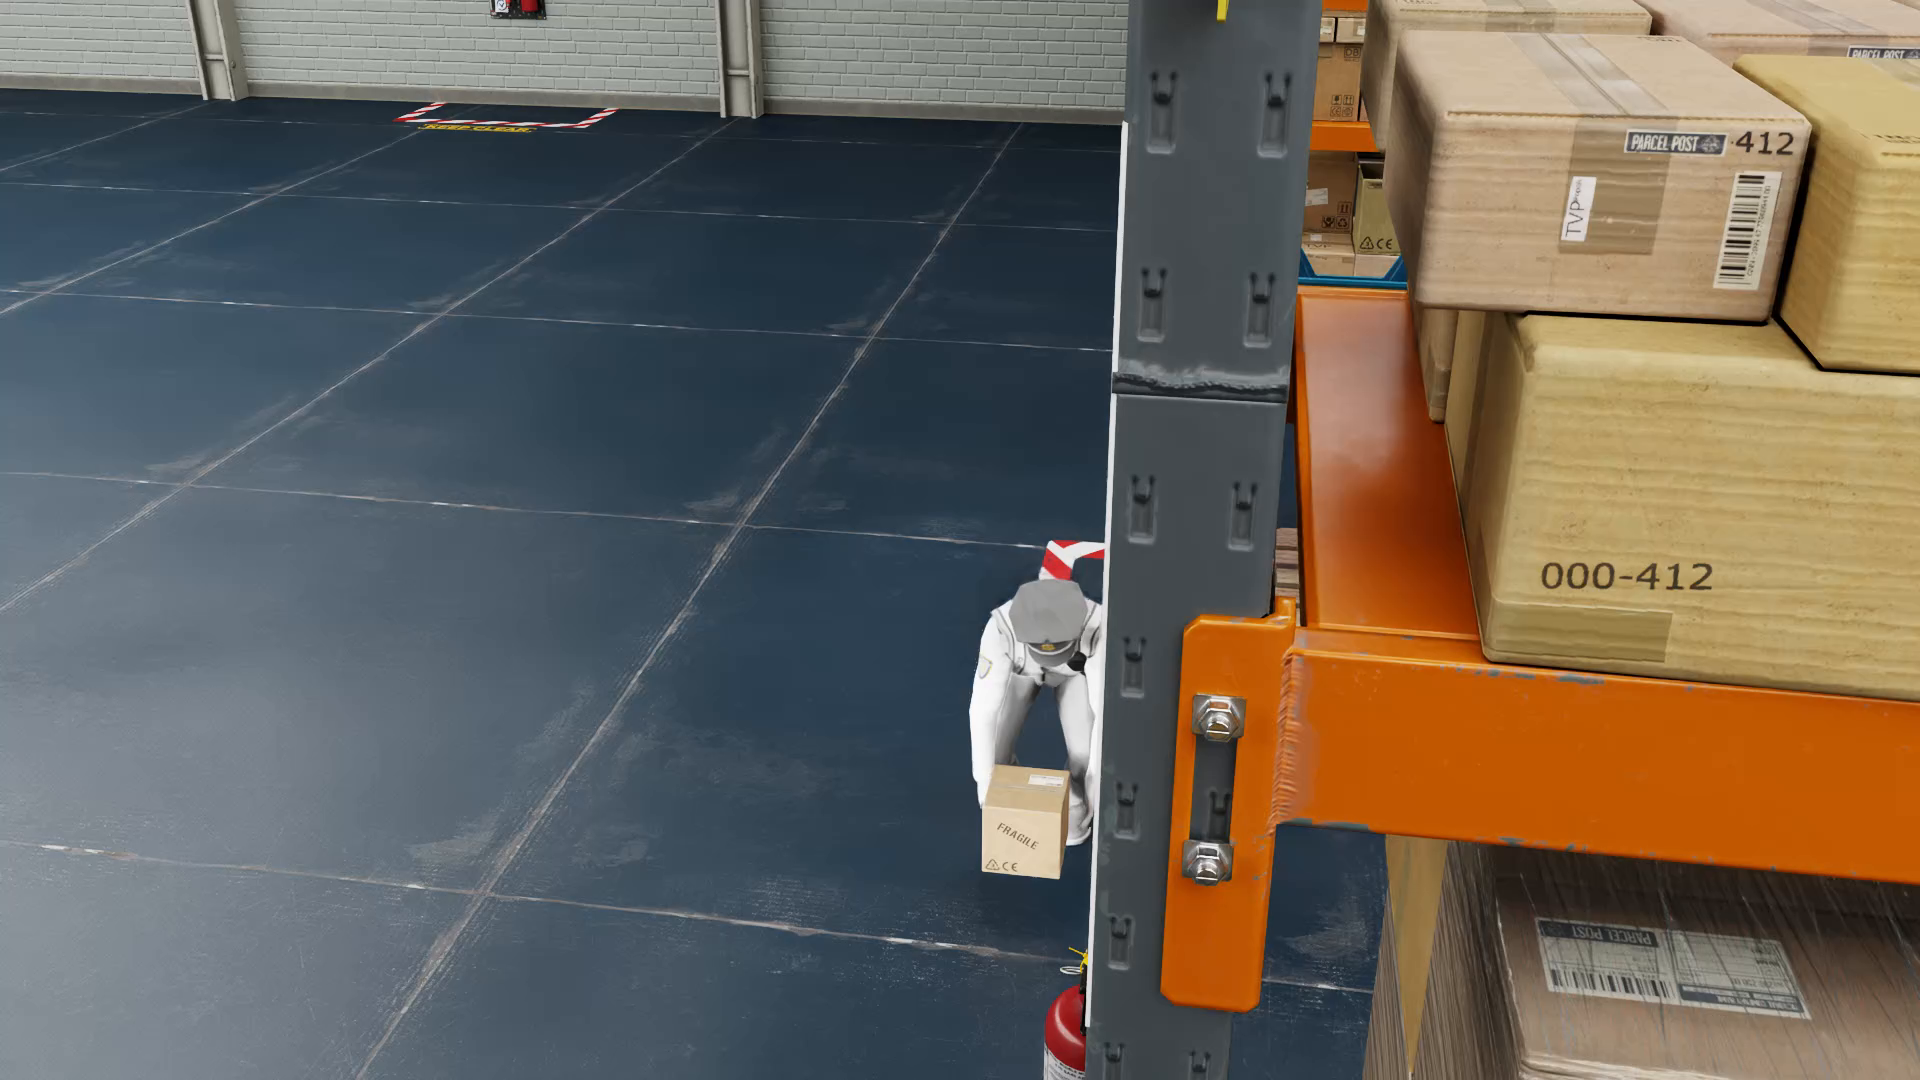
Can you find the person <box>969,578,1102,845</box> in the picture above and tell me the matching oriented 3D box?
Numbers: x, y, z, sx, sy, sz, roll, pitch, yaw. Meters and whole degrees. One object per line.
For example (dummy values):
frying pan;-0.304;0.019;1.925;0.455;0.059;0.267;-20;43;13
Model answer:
person;0.308;0.544;5.598;0.512;1.116;0.808;4;25;8
